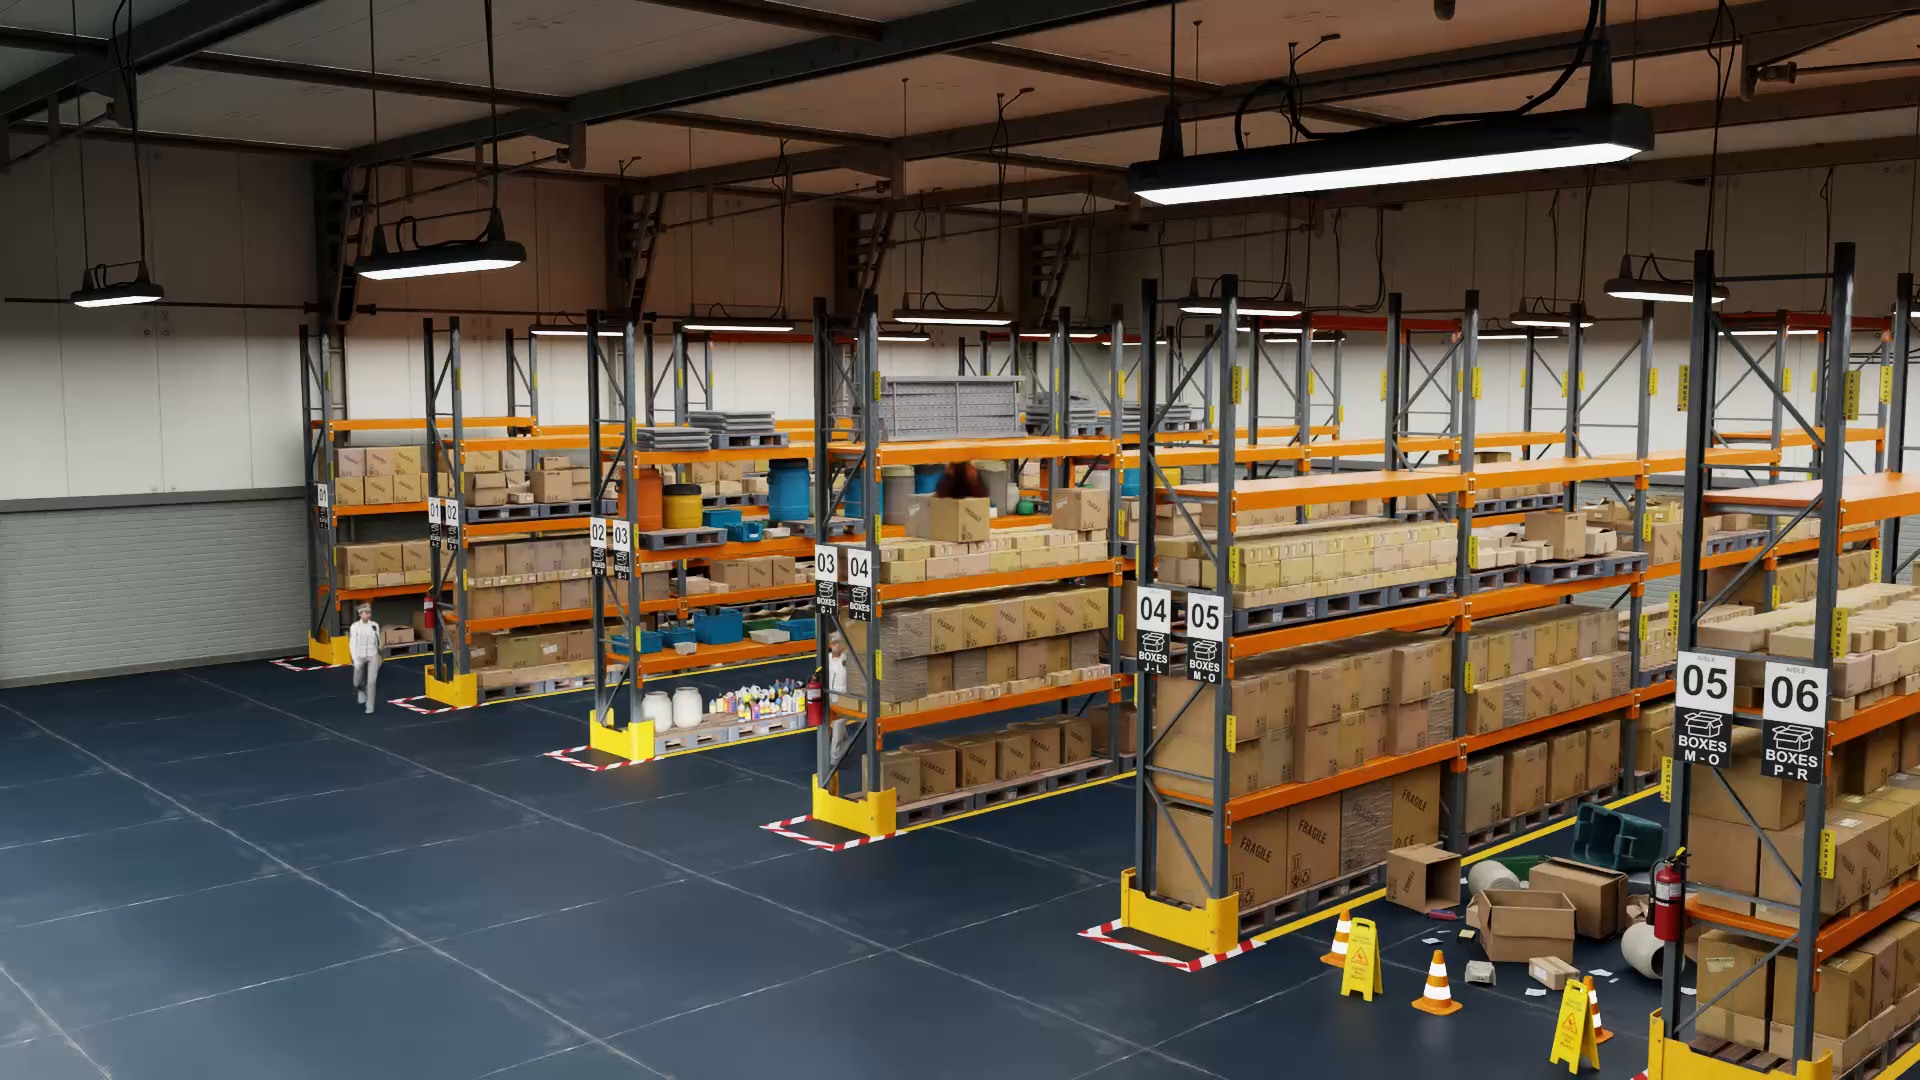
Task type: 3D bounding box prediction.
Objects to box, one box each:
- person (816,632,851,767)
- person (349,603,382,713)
[{"bbox_3d":[-1.653,2.092,21.970,0.537,1.727,1.028,3,6,24],"label":"person"},{"bbox_3d":[-9.044,1.771,25.328,0.459,1.652,0.652,-1,6,-13],"label":"person"}]
